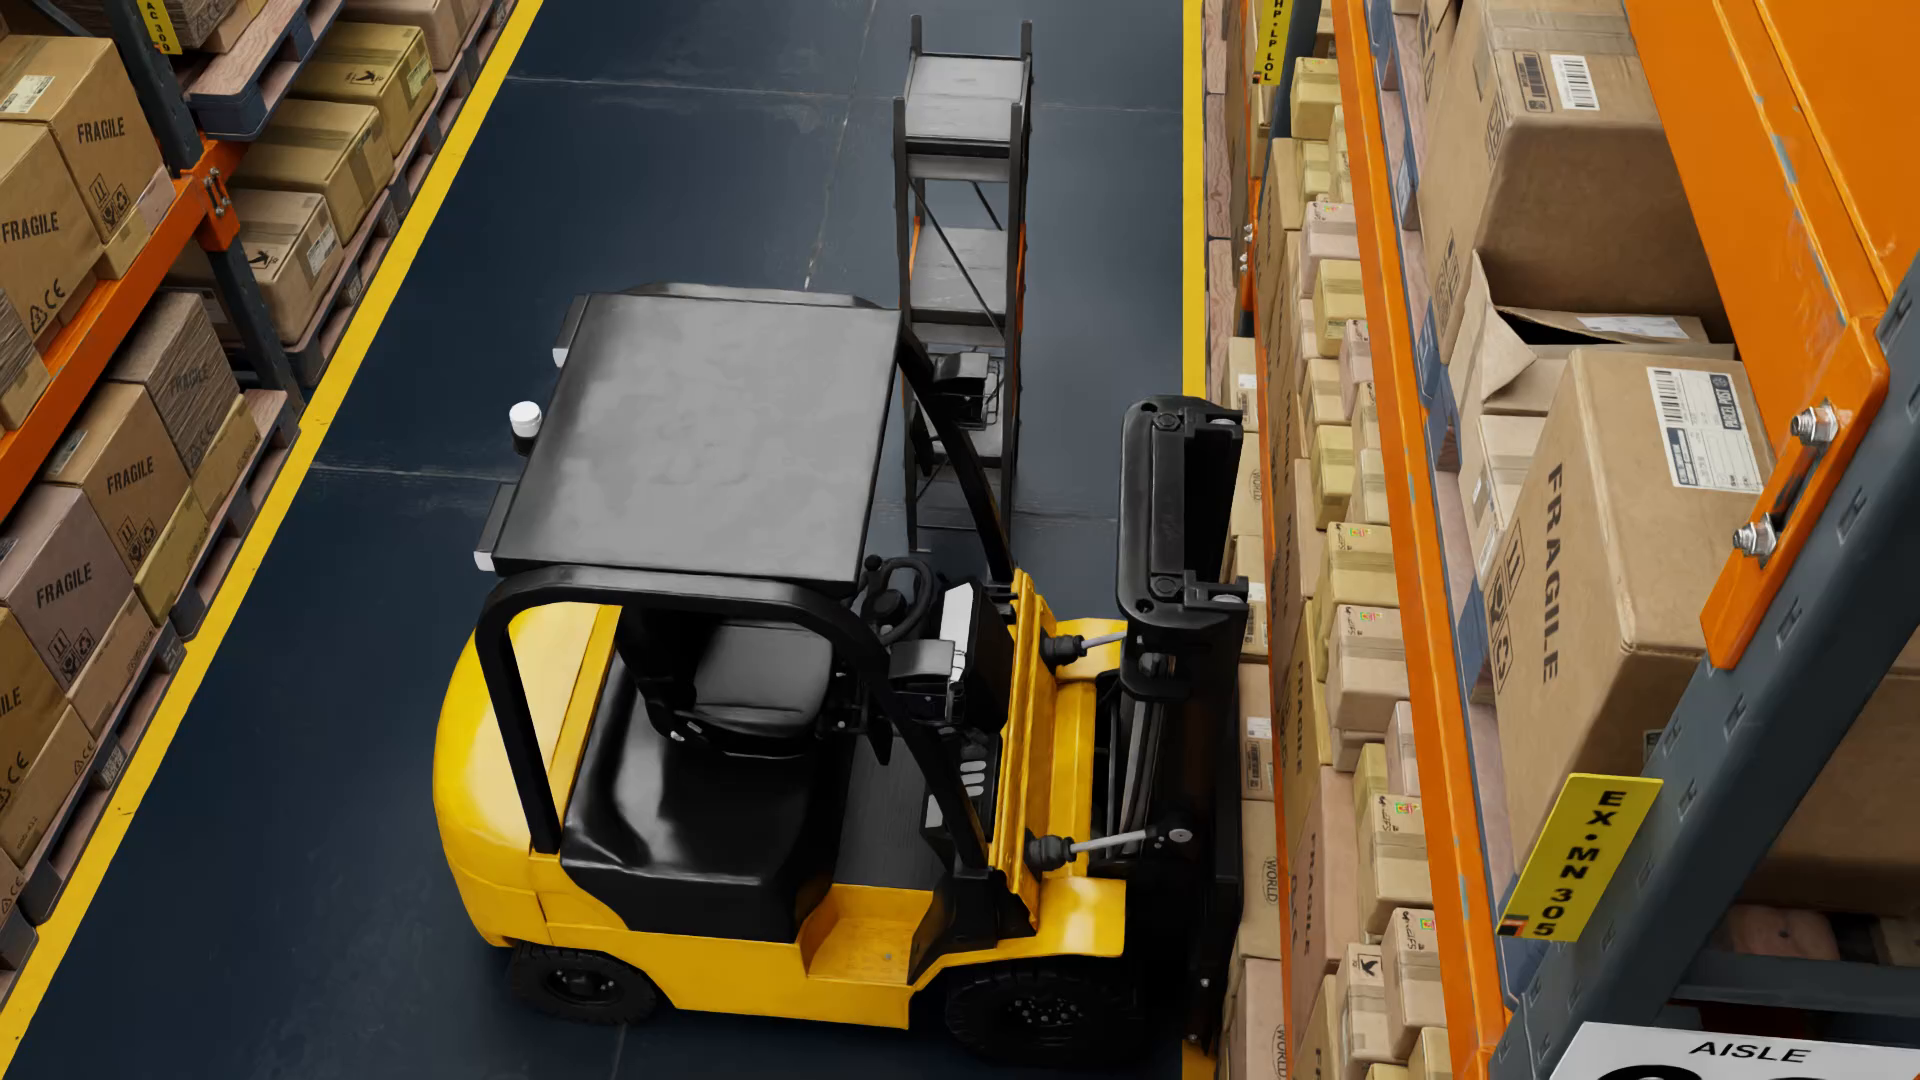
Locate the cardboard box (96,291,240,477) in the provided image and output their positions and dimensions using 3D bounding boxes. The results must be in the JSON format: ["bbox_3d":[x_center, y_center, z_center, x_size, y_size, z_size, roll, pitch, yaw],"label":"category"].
[{"bbox_3d":[-3.153,-0.601,6.337,0.500,0.500,0.500,3,48,3],"label":"cardboard box"}]

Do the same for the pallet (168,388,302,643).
[{"bbox_3d":[-3.392,-0.150,6.744,1.003,0.211,1.213,4,48,4],"label":"pallet"}]

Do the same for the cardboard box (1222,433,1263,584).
[{"bbox_3d":[1.164,-0.097,5.707,0.500,0.250,0.500,4,48,4],"label":"cardboard box"}]

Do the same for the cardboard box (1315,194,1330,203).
[{"bbox_3d":[1.268,-0.908,5.040,0.380,0.149,0.250,4,48,3],"label":"cardboard box"}]

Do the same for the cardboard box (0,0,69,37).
[{"bbox_3d":[-3.553,-2.217,6.191,0.500,0.500,0.500,3,48,3],"label":"cardboard box"}]

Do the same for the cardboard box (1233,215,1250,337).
[{"bbox_3d":[1.613,-0.980,6.938,0.875,0.625,0.625,6,48,5],"label":"cardboard box"}]

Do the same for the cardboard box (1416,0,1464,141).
[{"bbox_3d":[1.295,-1.054,3.226,0.797,0.503,0.637,5,48,5],"label":"cardboard box"}]

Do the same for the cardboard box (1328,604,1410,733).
[{"bbox_3d":[1.034,0.299,3.735,0.380,0.149,0.250,5,48,4],"label":"cardboard box"}]

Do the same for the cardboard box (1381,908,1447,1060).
[{"bbox_3d":[1.027,0.870,3.213,0.380,0.149,0.250,4,48,4],"label":"cardboard box"}]

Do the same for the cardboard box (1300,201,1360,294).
[{"bbox_3d":[1.179,-0.826,4.764,0.380,0.149,0.250,5,48,4],"label":"cardboard box"}]

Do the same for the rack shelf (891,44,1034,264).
[{"bbox_3d":[0.015,-1.294,5.580,0.431,0.518,0.480,4,48,4],"label":"rack shelf"}]

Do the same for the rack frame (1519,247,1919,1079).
[{"bbox_3d":[1.213,-0.341,0.964,1.000,3.000,0.127,4,48,4],"label":"rack frame"}]

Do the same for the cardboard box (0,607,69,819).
[{"bbox_3d":[-3.283,0.542,5.292,0.500,0.500,0.500,5,48,4],"label":"cardboard box"}]

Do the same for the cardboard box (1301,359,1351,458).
[{"bbox_3d":[1.141,-0.353,4.533,0.380,0.149,0.250,2,48,2],"label":"cardboard box"}]

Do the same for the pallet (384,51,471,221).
[{"bbox_3d":[-3.188,-2.117,8.543,1.003,0.211,1.213,4,48,4],"label":"pallet"}]

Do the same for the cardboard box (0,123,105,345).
[{"bbox_3d":[-3.199,-0.999,5.361,0.500,0.500,0.500,5,48,5],"label":"cardboard box"}]

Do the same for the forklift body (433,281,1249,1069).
[{"bbox_3d":[-0.431,0.454,4.877,2.313,2.155,1.214,4,48,4],"label":"forklift body"}]

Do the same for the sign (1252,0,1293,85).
[{"bbox_3d":[1.036,-1.649,5.494,0.100,0.325,0.005,4,48,4],"label":"sign"}]

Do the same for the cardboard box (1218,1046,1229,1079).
[{"bbox_3d":[0.995,1.739,4.706,0.500,0.250,0.500,4,48,4],"label":"cardboard box"}]

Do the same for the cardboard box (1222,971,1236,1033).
[{"bbox_3d":[1.028,1.174,4.884,0.500,0.250,0.500,3,48,3],"label":"cardboard box"}]

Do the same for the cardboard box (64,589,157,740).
[{"bbox_3d":[-3.242,0.417,5.914,0.500,0.250,0.500,5,48,4],"label":"cardboard box"}]

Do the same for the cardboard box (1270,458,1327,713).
[{"bbox_3d":[1.134,0.143,4.518,0.500,0.500,0.500,4,48,4],"label":"cardboard box"}]

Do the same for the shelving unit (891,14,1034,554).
[{"bbox_3d":[0.015,-0.830,6.086,0.431,2.100,0.503,4,48,4],"label":"shelving unit"}]

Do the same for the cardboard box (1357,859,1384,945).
[{"bbox_3d":[1.043,0.781,3.495,0.380,0.149,0.250,5,48,4],"label":"cardboard box"}]

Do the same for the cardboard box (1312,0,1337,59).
[{"bbox_3d":[1.387,-1.774,5.833,0.380,0.149,0.250,5,48,5],"label":"cardboard box"}]

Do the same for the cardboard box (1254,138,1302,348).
[{"bbox_3d":[1.277,-0.981,5.547,0.500,0.500,0.500,3,48,2],"label":"cardboard box"}]

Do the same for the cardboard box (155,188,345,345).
[{"bbox_3d":[-3.321,-1.227,7.336,0.950,0.372,0.625,4,48,4],"label":"cardboard box"}]

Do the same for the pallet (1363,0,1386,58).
[{"bbox_3d":[1.525,-1.610,4.217,1.003,0.211,1.213,4,48,4],"label":"pallet"}]

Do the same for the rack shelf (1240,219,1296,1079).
[{"bbox_3d":[1.395,0.457,4.787,1.077,0.370,4.000,4,48,4],"label":"rack shelf"}]

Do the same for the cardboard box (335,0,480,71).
[{"bbox_3d":[-3.122,-2.824,8.796,0.950,0.372,0.625,3,48,3],"label":"cardboard box"}]

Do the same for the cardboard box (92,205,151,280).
[{"bbox_3d":[-3.108,-1.061,5.858,0.380,0.149,0.250,5,48,4],"label":"cardboard box"}]

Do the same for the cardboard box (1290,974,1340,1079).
[{"bbox_3d":[0.996,1.271,3.487,0.500,0.500,0.500,3,48,3],"label":"cardboard box"}]

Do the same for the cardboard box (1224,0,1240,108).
[{"bbox_3d":[1.819,-2.597,8.417,0.875,0.625,0.625,5,48,5],"label":"cardboard box"}]

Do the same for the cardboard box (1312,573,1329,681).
[{"bbox_3d":[1.058,0.213,4.015,0.380,0.149,0.250,4,48,4],"label":"cardboard box"}]

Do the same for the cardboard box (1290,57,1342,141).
[{"bbox_3d":[1.253,-1.394,5.284,0.380,0.149,0.250,5,48,4],"label":"cardboard box"}]

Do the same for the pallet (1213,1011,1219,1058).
[{"bbox_3d":[1.354,1.166,5.540,1.003,0.211,1.213,4,48,4],"label":"pallet"}]

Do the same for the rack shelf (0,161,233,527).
[{"bbox_3d":[-3.549,0.126,5.090,1.077,0.370,4.000,4,48,4],"label":"rack shelf"}]

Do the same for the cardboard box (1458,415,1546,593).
[{"bbox_3d":[0.986,-0.049,2.547,0.380,0.149,0.250,3,48,2],"label":"cardboard box"}]

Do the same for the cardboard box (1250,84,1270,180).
[{"bbox_3d":[1.362,-1.593,6.276,0.500,0.250,0.500,5,48,4],"label":"cardboard box"}]

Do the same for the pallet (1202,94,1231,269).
[{"bbox_3d":[1.714,-1.758,8.214,1.003,0.211,1.213,4,48,4],"label":"pallet"}]

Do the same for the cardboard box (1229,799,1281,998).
[{"bbox_3d":[1.021,1.026,4.680,0.500,0.250,0.500,4,48,4],"label":"cardboard box"}]

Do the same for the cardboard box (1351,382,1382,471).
[{"bbox_3d":[1.209,-0.258,4.244,0.380,0.149,0.250,4,48,4],"label":"cardboard box"}]

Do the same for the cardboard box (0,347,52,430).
[{"bbox_3d":[-3.181,-0.498,5.343,0.380,0.149,0.250,3,48,3],"label":"cardboard box"}]
